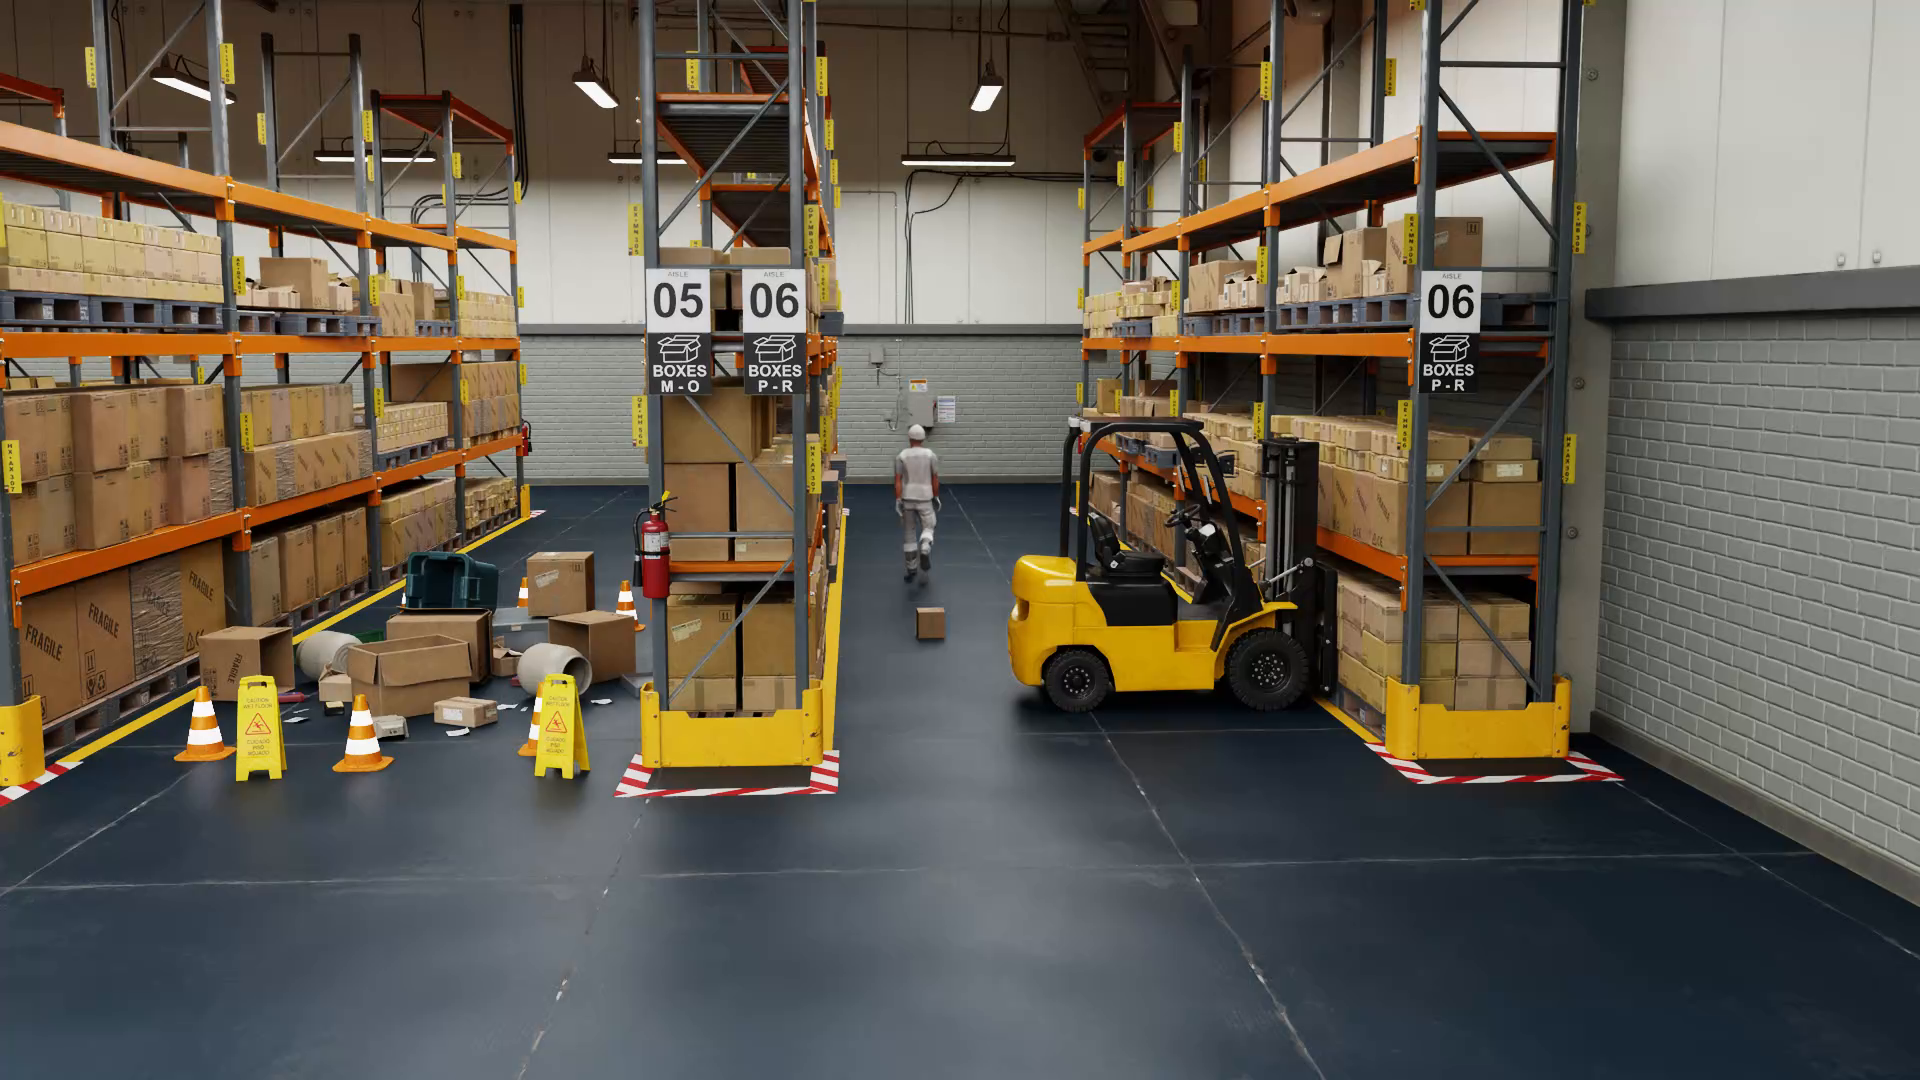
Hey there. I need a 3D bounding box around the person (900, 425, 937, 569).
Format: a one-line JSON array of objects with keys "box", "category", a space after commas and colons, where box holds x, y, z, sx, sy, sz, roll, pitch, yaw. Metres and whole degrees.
[{"box": [-11.038, 1.666, 1.565, 20.496, 1.789, 37.139, 0, 7, 2], "category": "person"}]
